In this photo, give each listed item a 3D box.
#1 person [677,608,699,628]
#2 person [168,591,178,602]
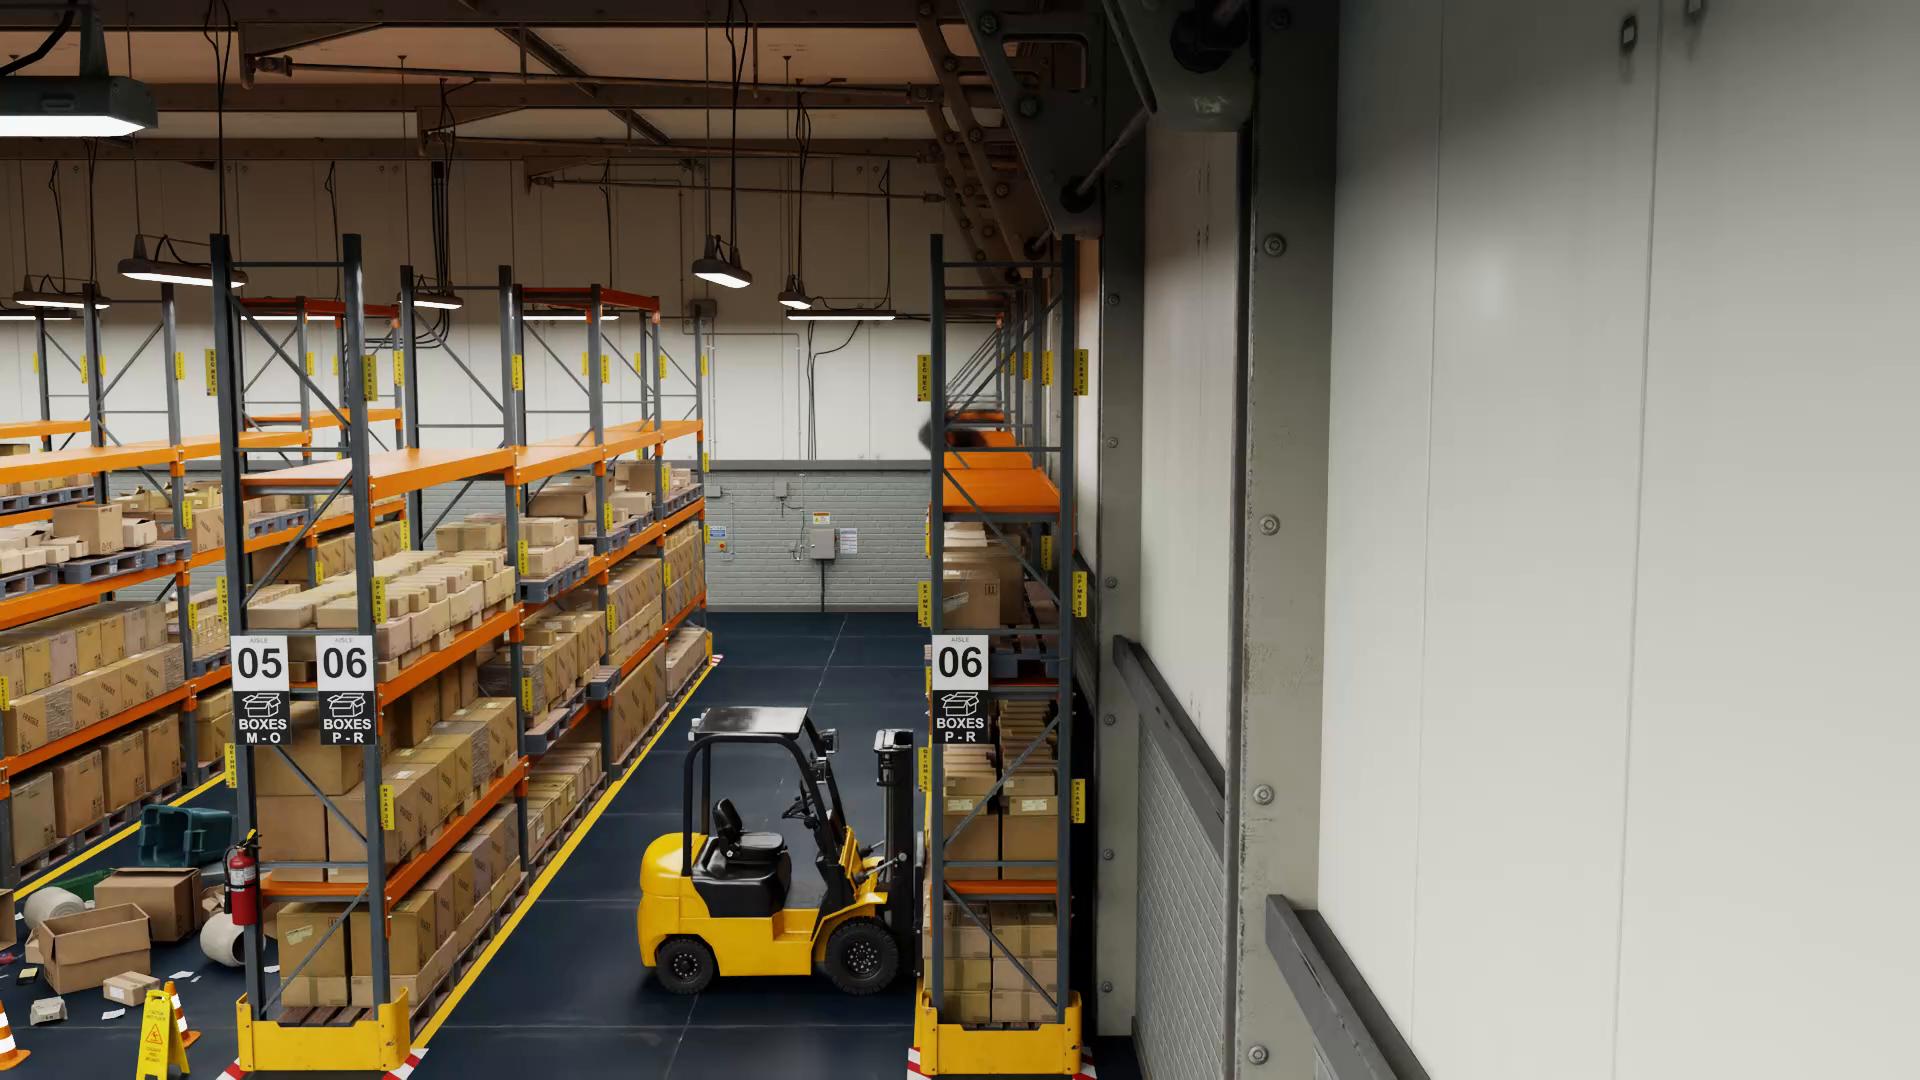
[{"bbox_3d":[-4.844,1.125,29.277,0.530,1.630,0.637,2,7,16],"label":"person"},{"bbox_3d":[-11.353,1.622,24.265,0.657,1.770,0.667,0,6,4],"label":"person"}]
